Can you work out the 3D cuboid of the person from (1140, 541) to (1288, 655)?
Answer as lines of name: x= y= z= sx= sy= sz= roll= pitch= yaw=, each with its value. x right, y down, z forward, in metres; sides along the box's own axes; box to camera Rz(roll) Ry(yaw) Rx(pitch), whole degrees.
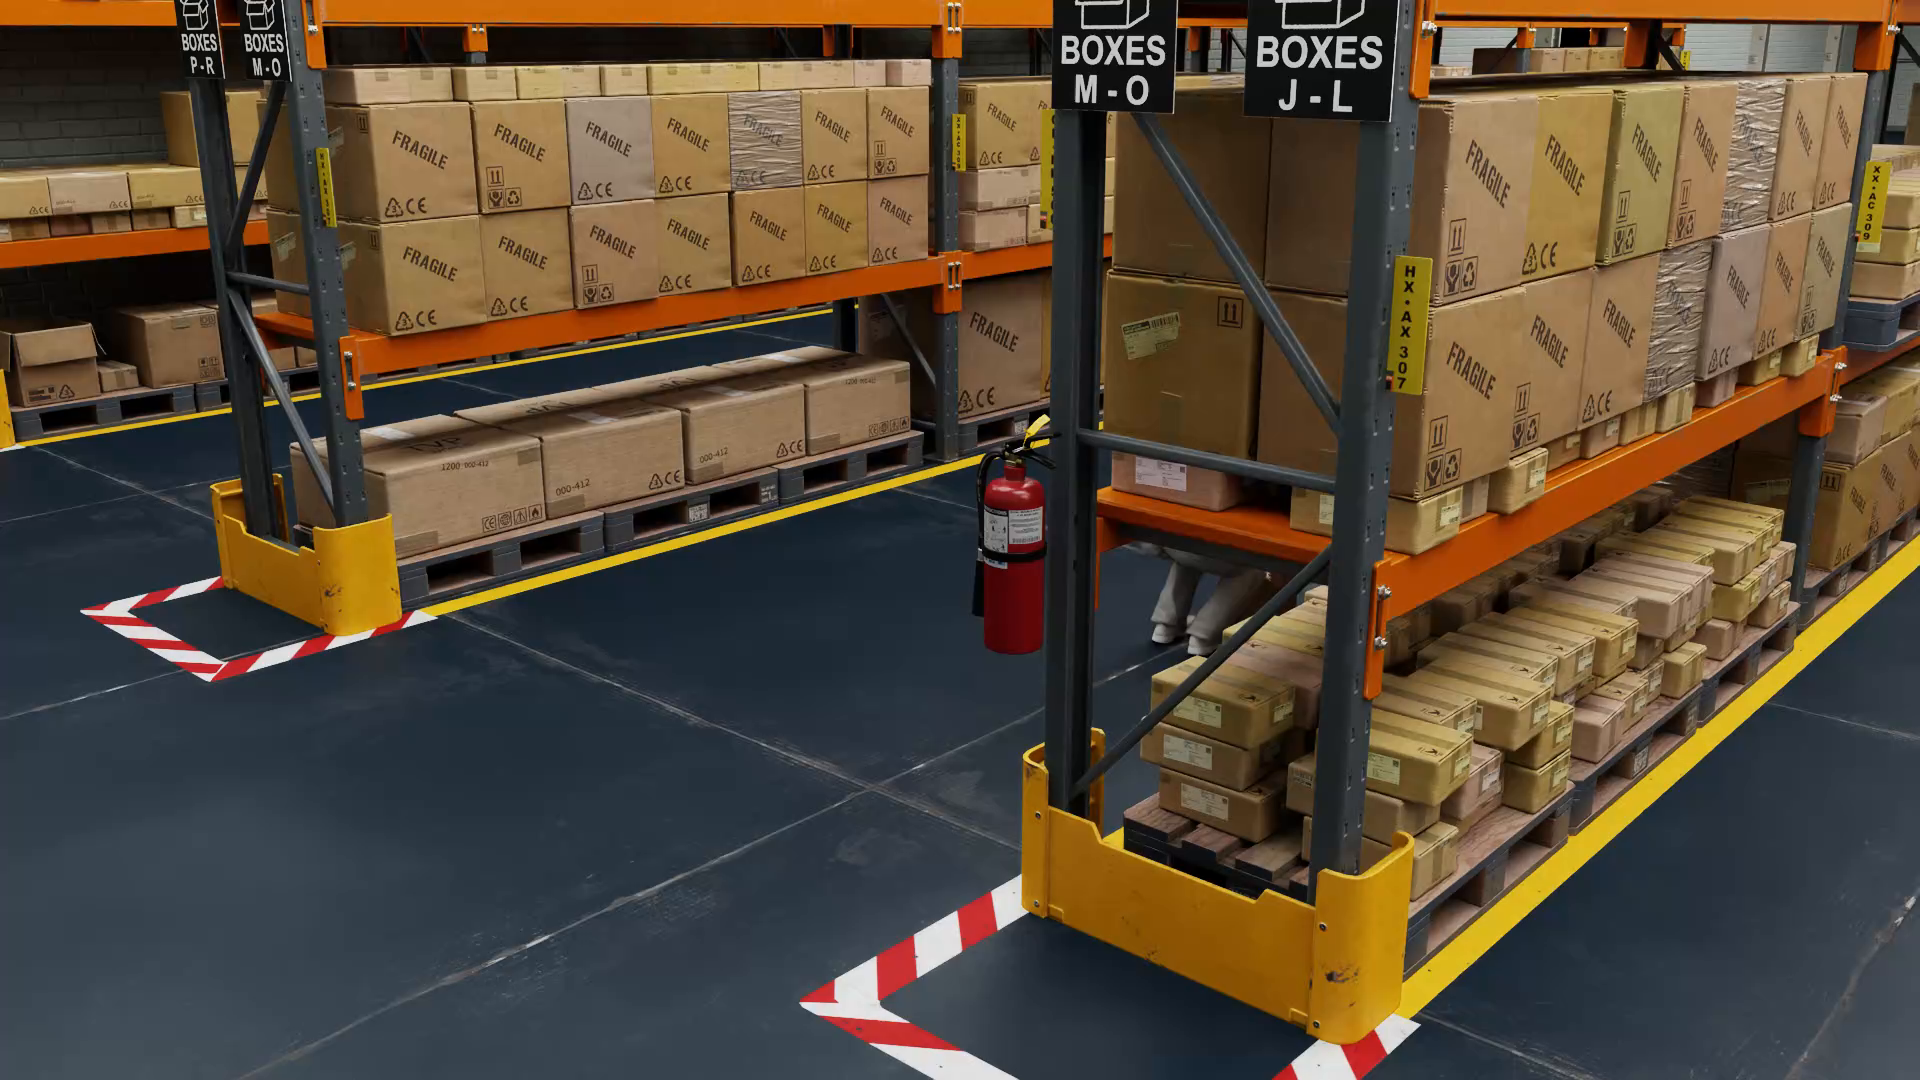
person: x=1.102 y=-0.034 z=7.361 sx=0.787 sy=0.974 sz=0.488 roll=-15 pitch=23 yaw=-40
